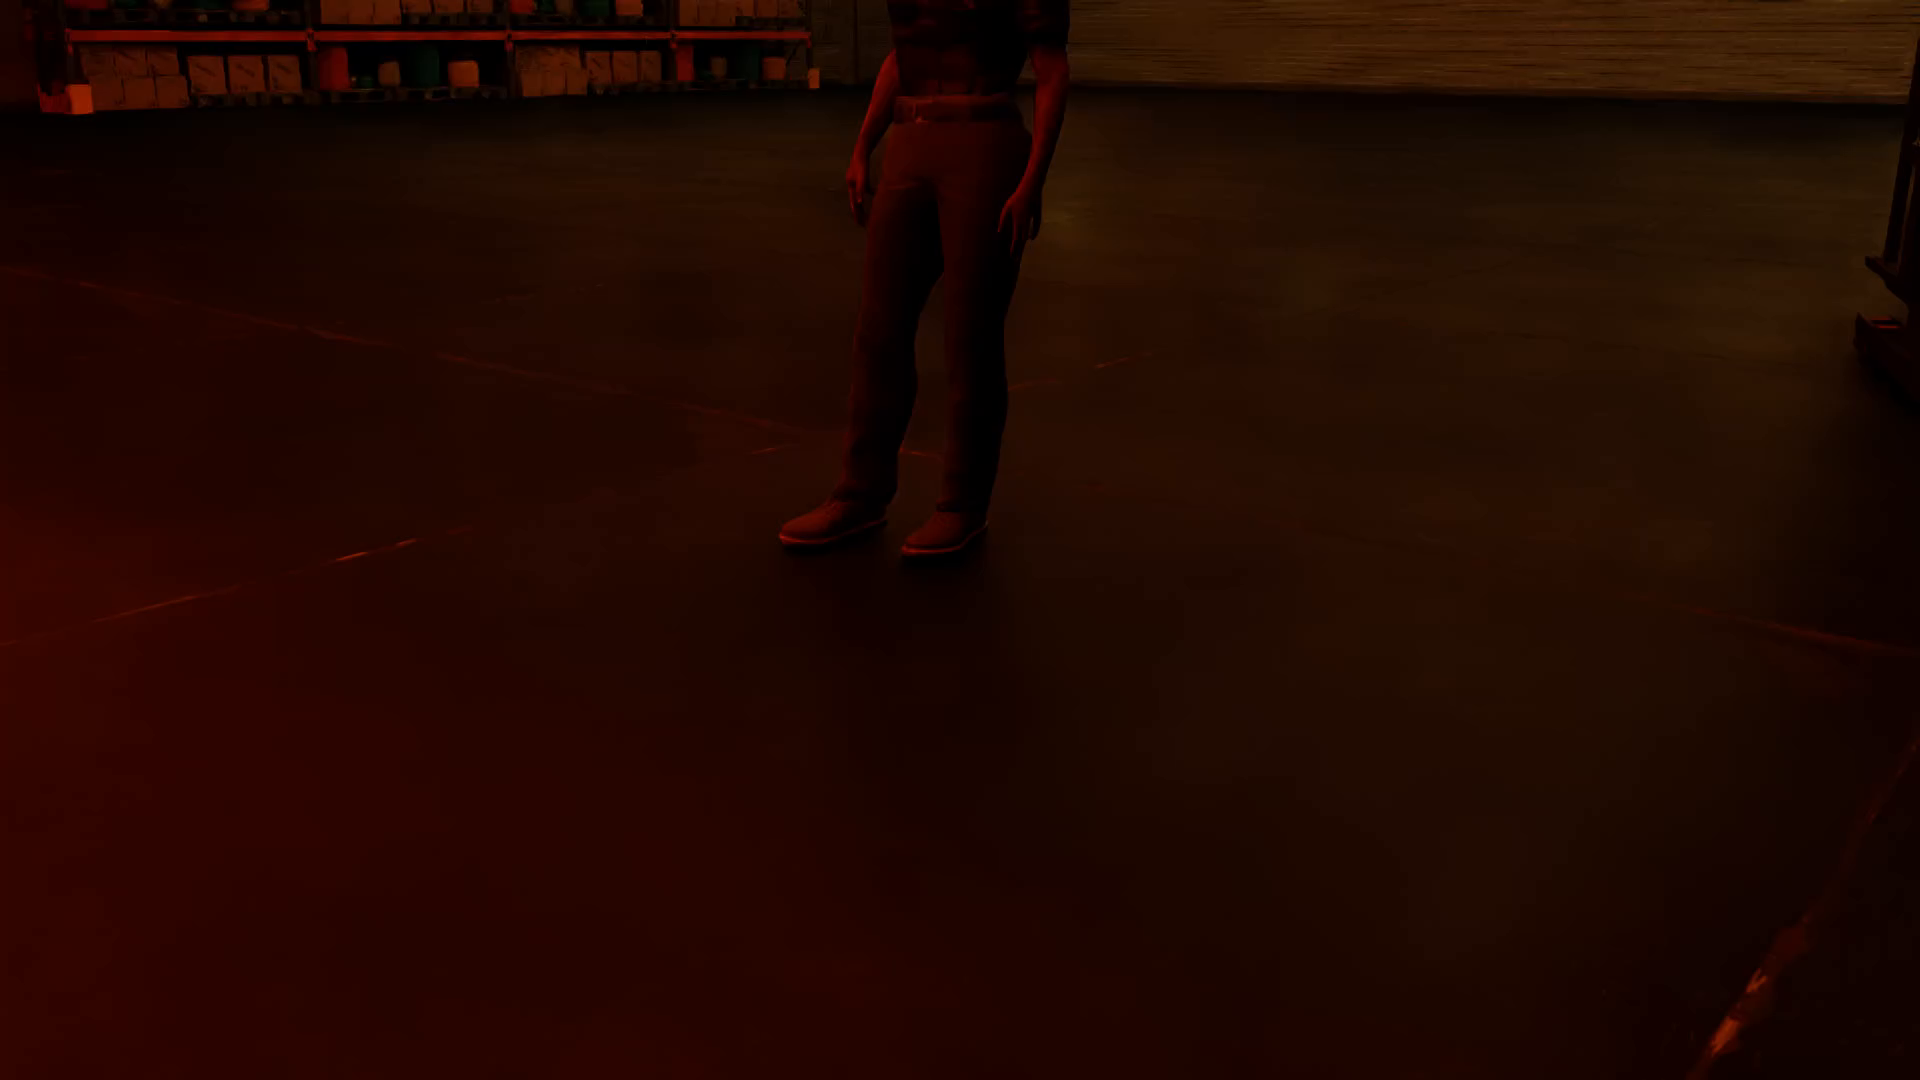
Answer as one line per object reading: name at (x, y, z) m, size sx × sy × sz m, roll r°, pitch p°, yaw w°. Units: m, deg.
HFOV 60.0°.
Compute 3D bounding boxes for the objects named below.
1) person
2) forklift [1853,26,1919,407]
person at (-0.071, -0.771, 3.650) m, size 0.570 × 1.629 × 0.503 m, roll 13°, pitch 21°, yaw 37°
forklift at (3.752, -1.949, 5.315) m, size 1.130 × 2.935 × 3.031 m, roll 6°, pitch 18°, yaw 19°
